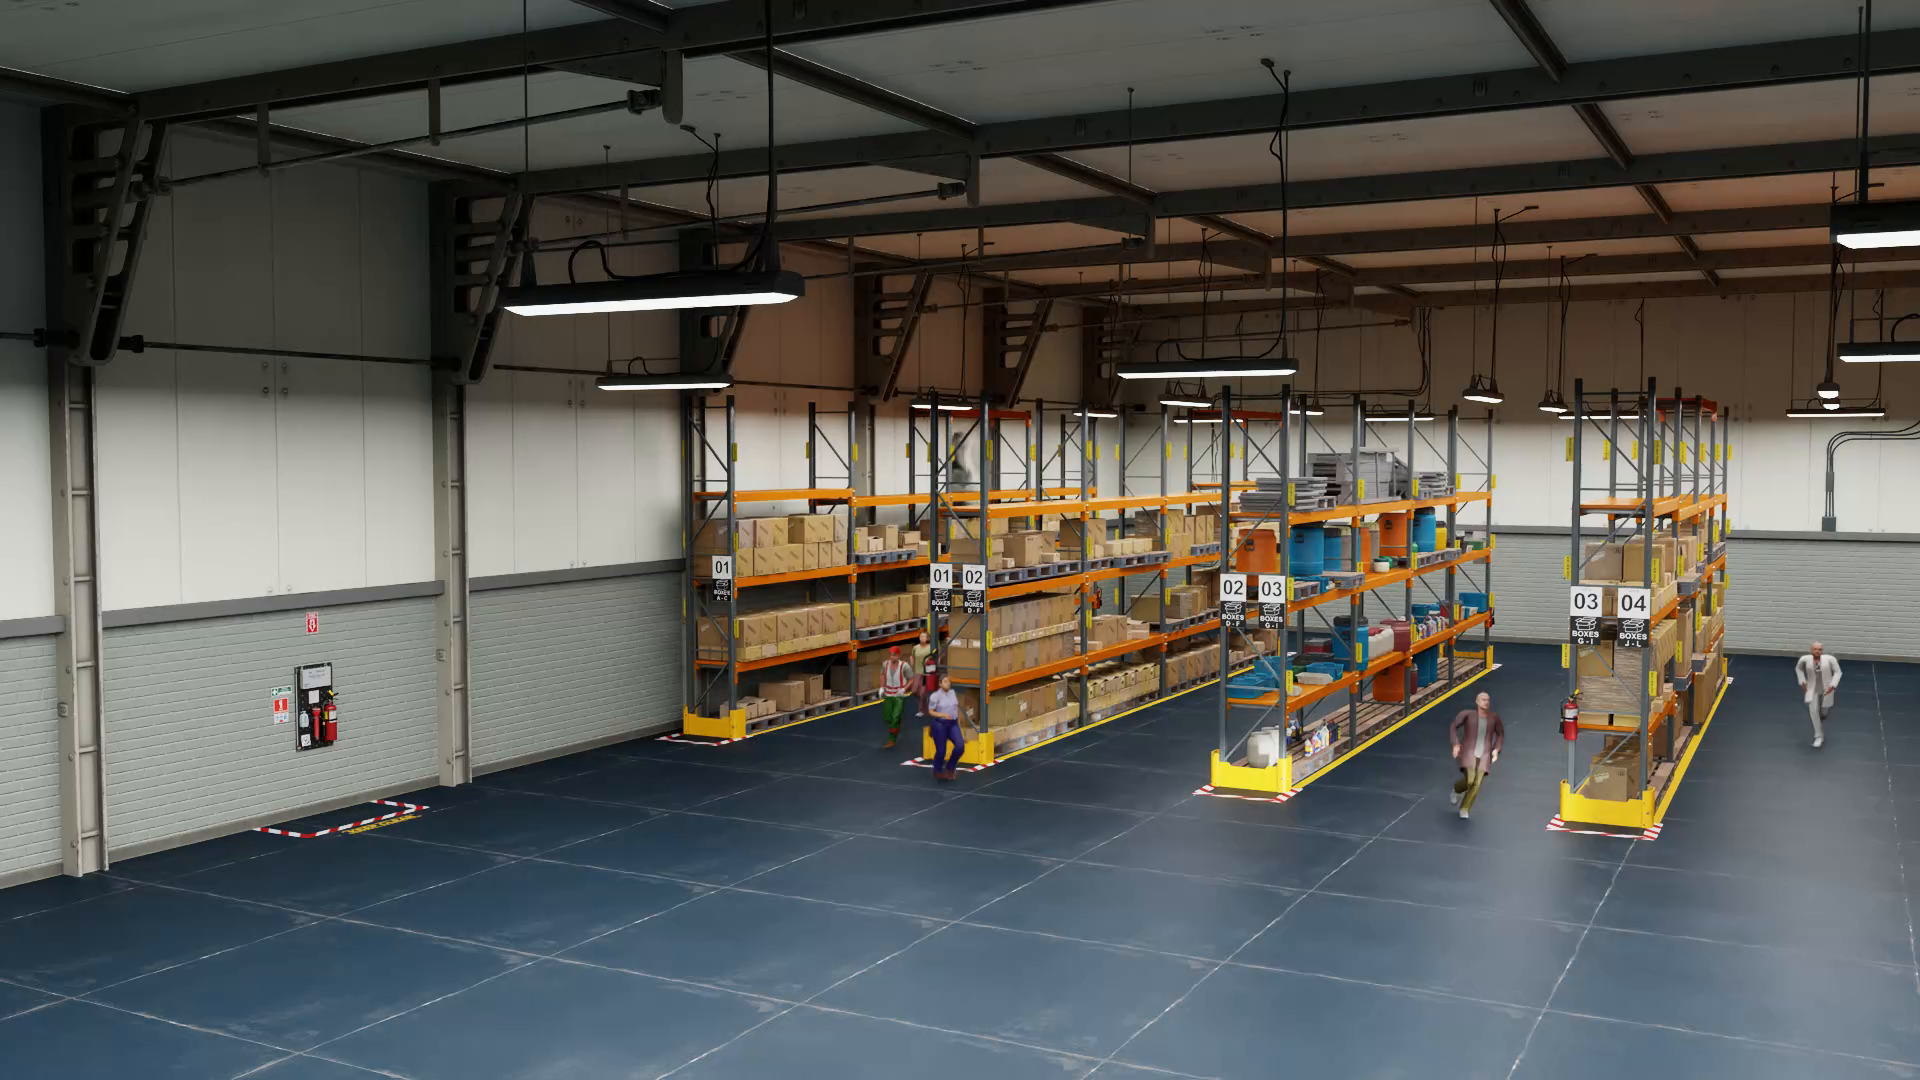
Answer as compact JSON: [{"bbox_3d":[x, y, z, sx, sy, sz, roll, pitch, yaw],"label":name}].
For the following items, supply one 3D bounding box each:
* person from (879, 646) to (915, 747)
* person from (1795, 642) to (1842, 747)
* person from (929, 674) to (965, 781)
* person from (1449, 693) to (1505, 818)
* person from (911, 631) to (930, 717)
[{"bbox_3d":[-1.074,2.660,28.491,0.662,1.725,0.698,1,3,14],"label":"person"},{"bbox_3d":[14.826,2.639,28.739,0.712,1.777,1.069,1,3,26],"label":"person"},{"bbox_3d":[-0.199,2.862,25.274,0.580,1.639,0.651,-2,3,-30],"label":"person"},{"bbox_3d":[7.129,2.945,22.871,0.740,1.696,0.597,0,3,3],"label":"person"},{"bbox_3d":[-0.697,2.535,31.601,0.594,1.622,0.555,1,3,17],"label":"person"}]
